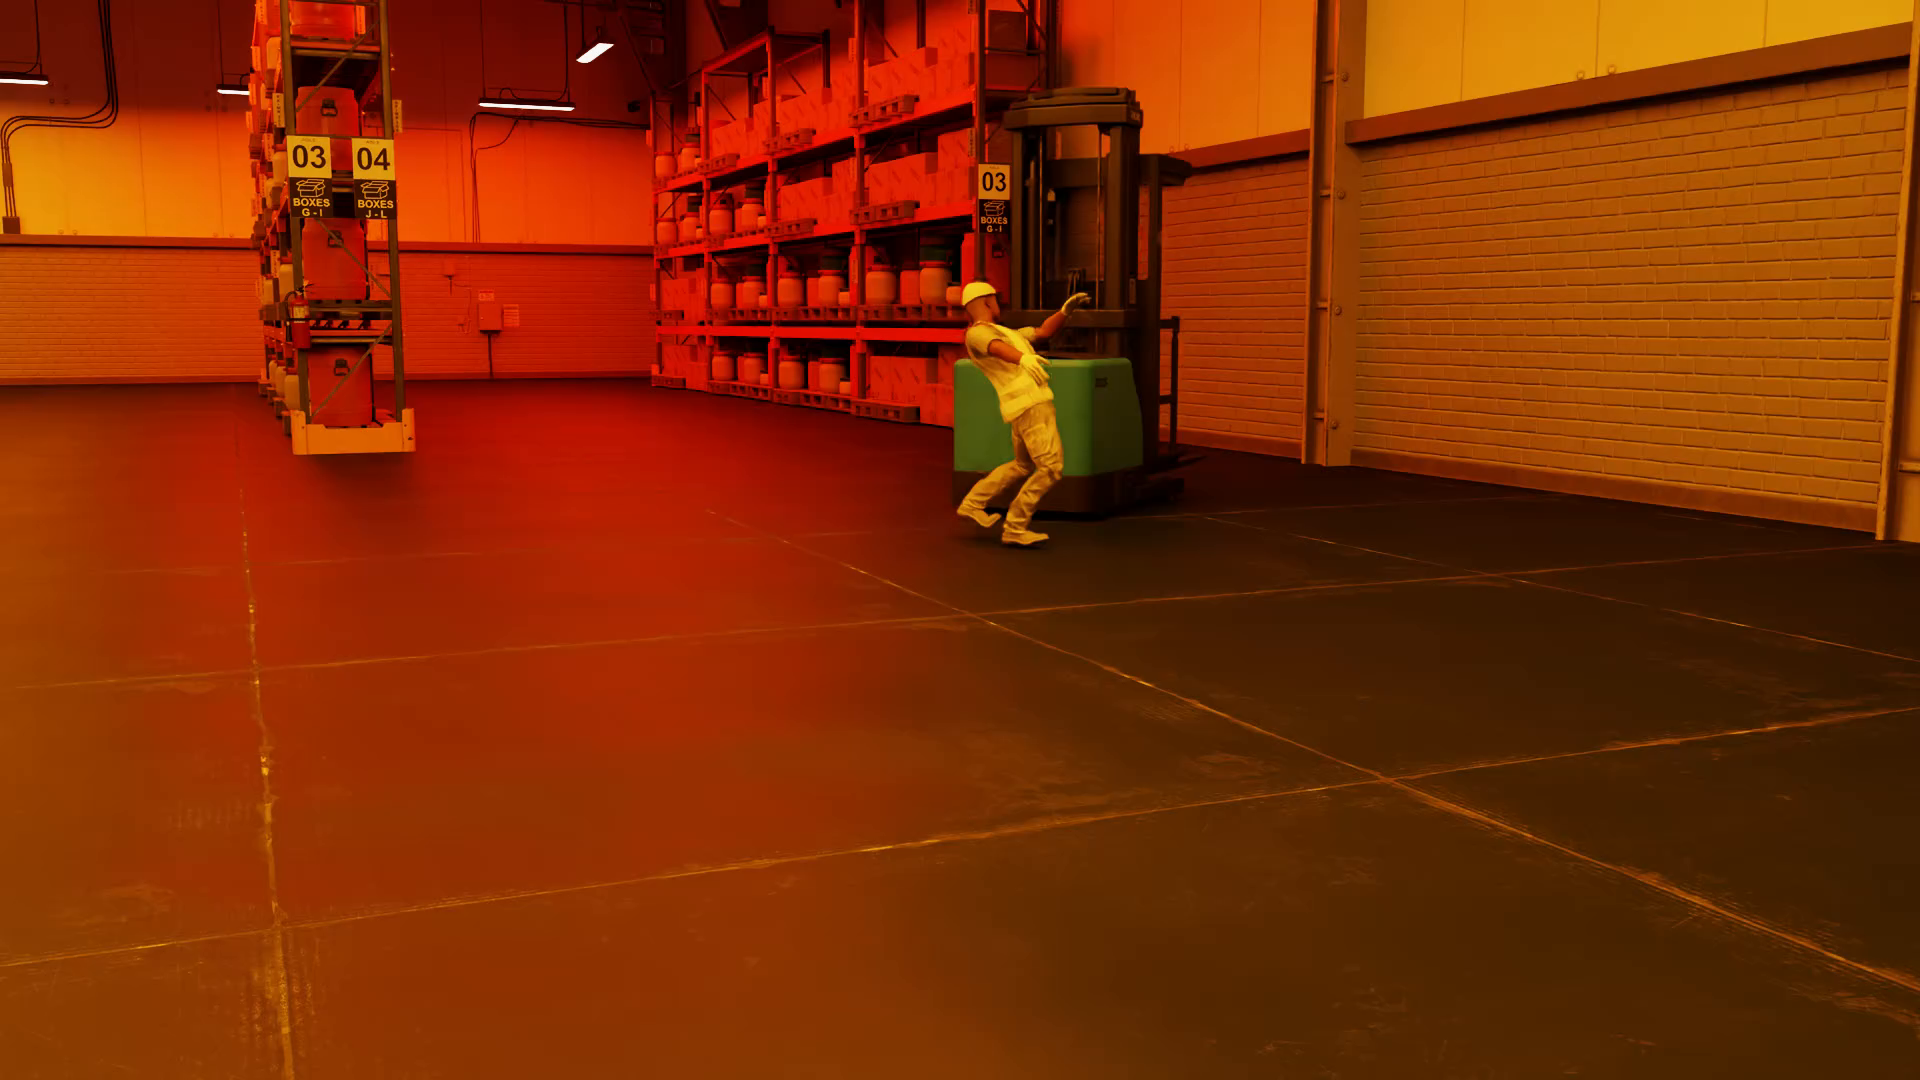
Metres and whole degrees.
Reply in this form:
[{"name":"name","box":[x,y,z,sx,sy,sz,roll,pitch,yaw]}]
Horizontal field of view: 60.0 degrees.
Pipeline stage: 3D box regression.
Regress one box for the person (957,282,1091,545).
[{"name":"person","box":[0.390,-0.747,9.780,0.786,1.539,1.078,0,8,-2]}]

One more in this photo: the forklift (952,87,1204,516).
[{"name":"forklift","box":[1.043,-1.766,12.338,1.130,2.935,3.031,4,8,26]}]
